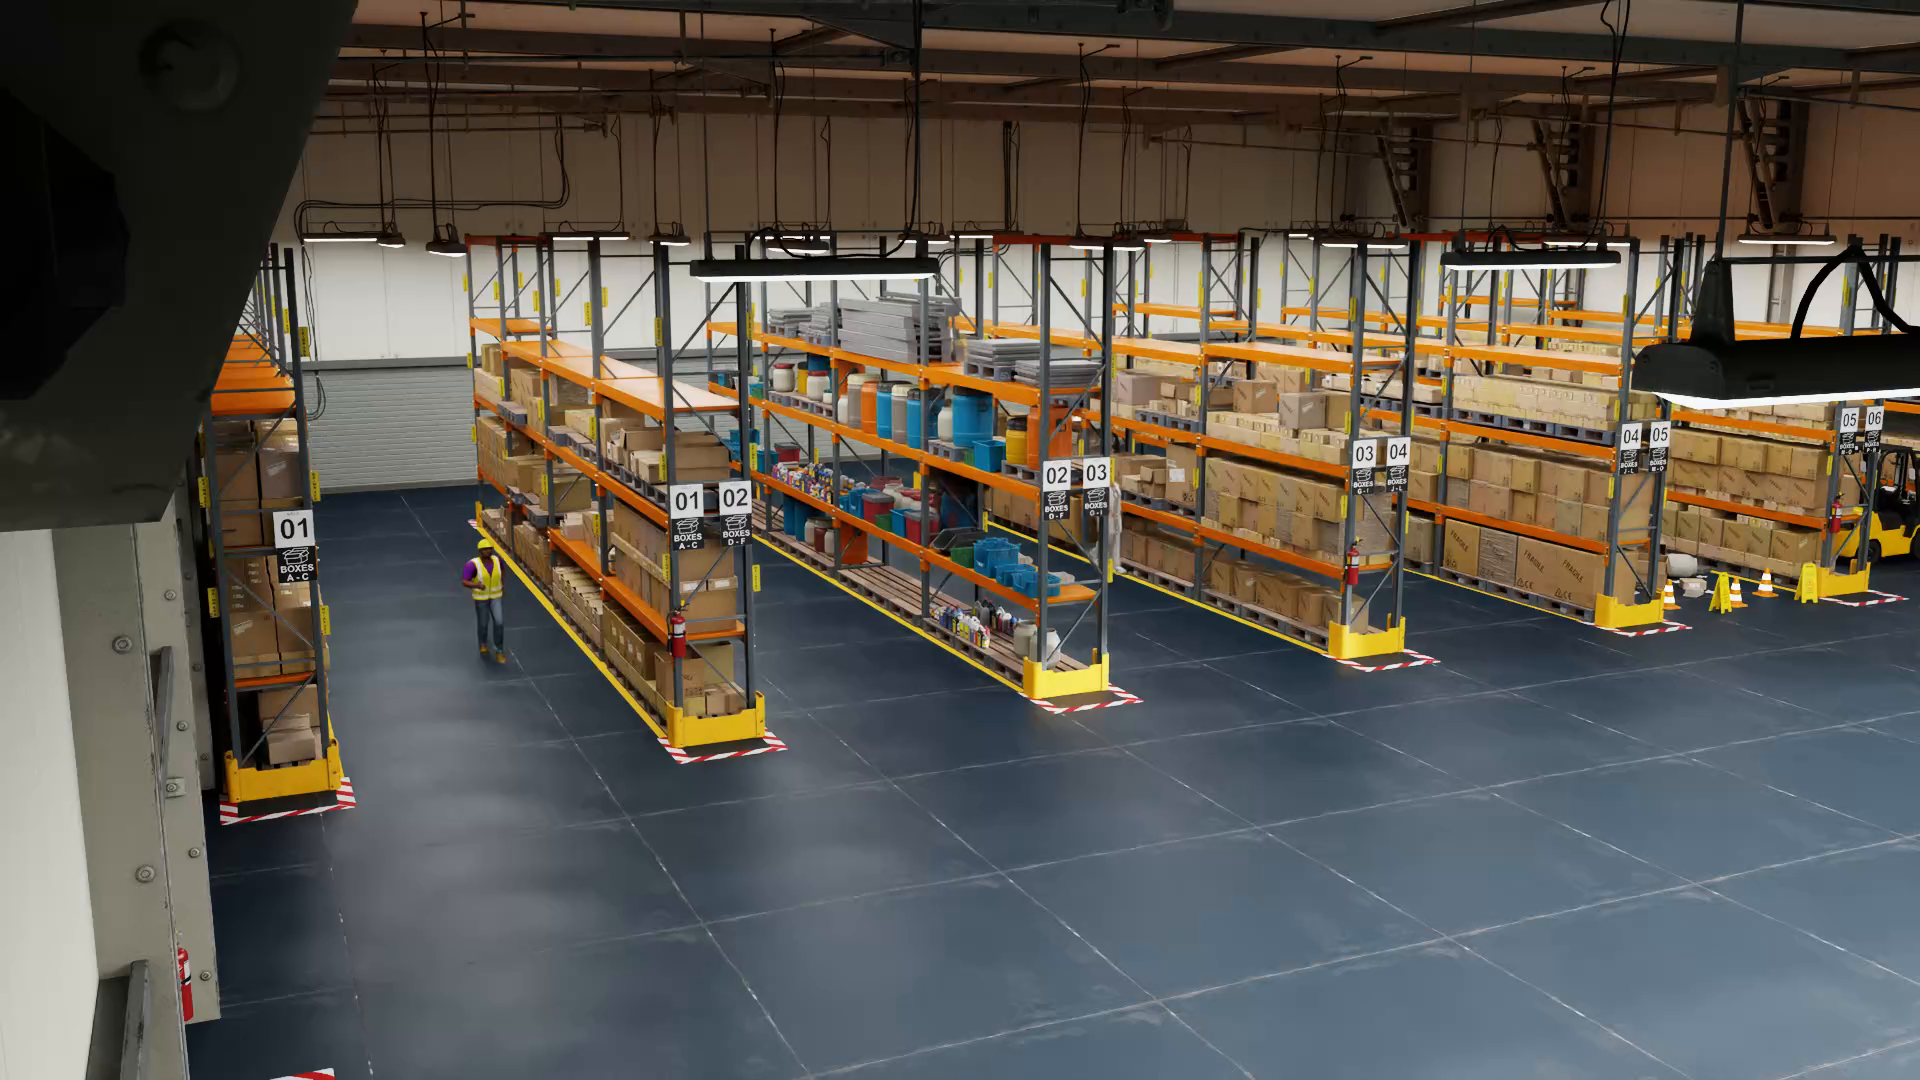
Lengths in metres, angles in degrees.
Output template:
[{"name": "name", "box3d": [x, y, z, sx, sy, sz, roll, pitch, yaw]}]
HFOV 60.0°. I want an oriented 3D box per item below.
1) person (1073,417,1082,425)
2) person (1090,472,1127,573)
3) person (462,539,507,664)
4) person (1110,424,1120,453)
[{"name": "person", "box3d": [2.665, -2.072, 39.243, 0.761, 1.702, 0.681, 0, 11, -2]}, {"name": "person", "box3d": [2.593, -0.336, 28.689, 0.720, 1.781, 0.845, -8, 13, -35]}, {"name": "person", "box3d": [-6.843, 0.880, 24.018, 0.674, 1.827, 0.773, -6, 12, -28]}, {"name": "person", "box3d": [3.398, -1.807, 37.755, 0.669, 1.714, 0.990, -5, 12, -23]}]
